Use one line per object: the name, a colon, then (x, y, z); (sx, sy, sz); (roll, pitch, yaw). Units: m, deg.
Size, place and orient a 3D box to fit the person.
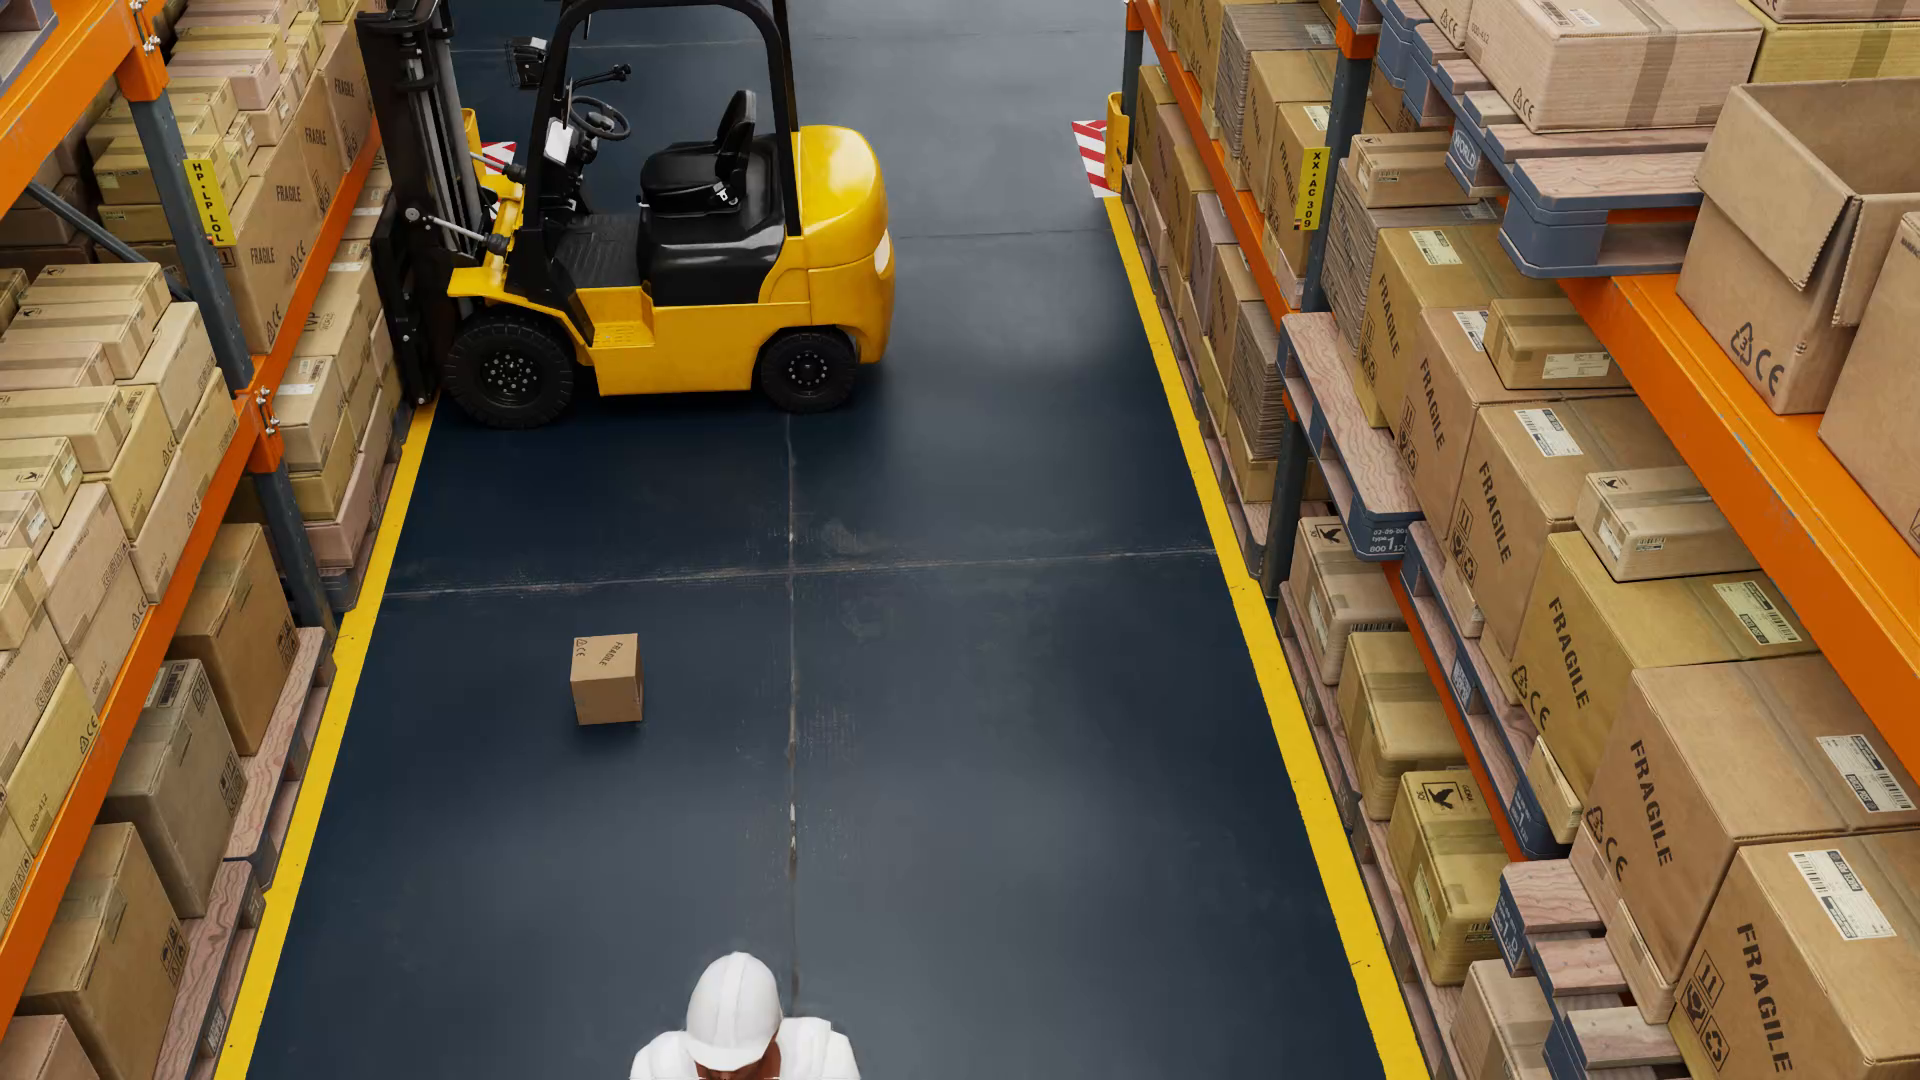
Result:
person: (-0.463, 1.700, 4.005); (0.571, 1.736, 0.928); (-7, 39, -8)
